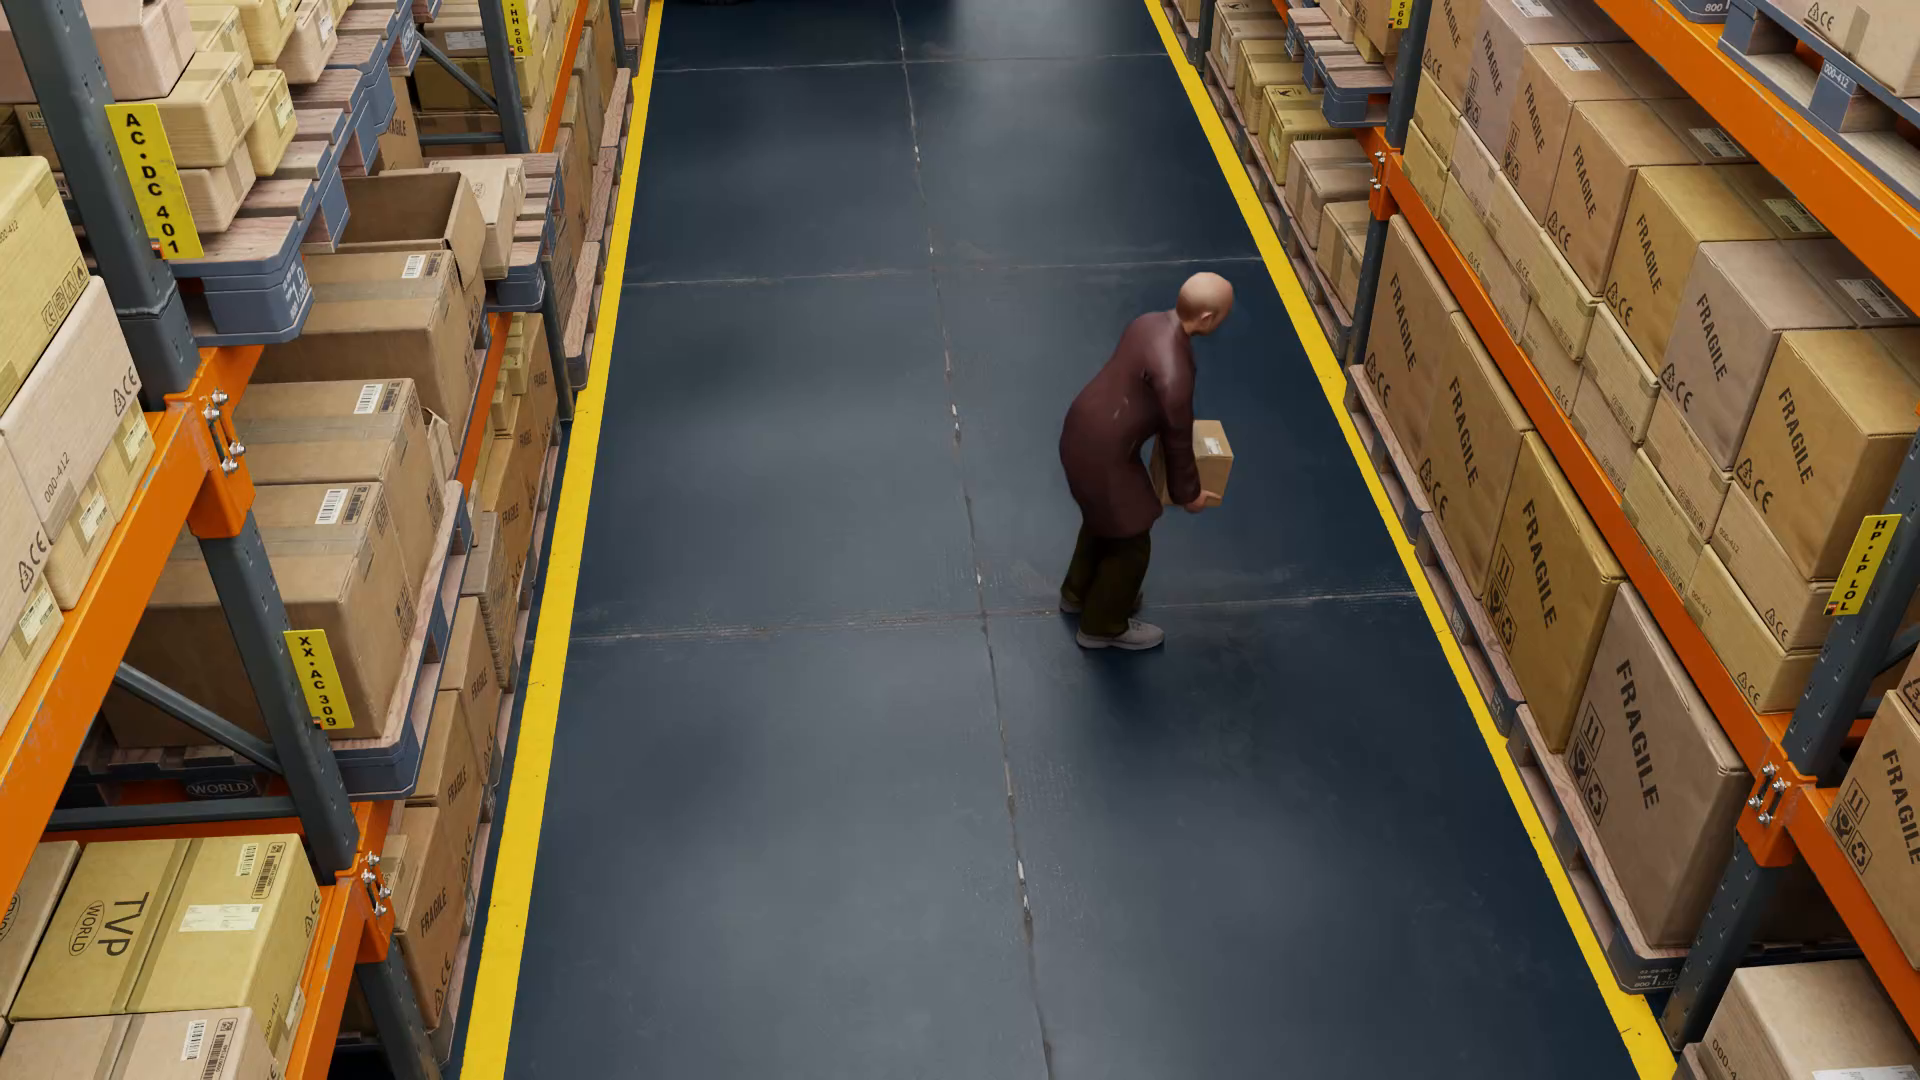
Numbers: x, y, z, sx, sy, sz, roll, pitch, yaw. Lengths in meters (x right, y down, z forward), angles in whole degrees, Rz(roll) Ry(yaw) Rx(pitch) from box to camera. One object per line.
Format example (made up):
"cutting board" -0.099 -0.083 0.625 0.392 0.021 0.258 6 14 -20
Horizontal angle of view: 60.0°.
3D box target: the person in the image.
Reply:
"person" 0.592 -0.350 6.605 0.429 1.772 0.649 -6 39 -7
